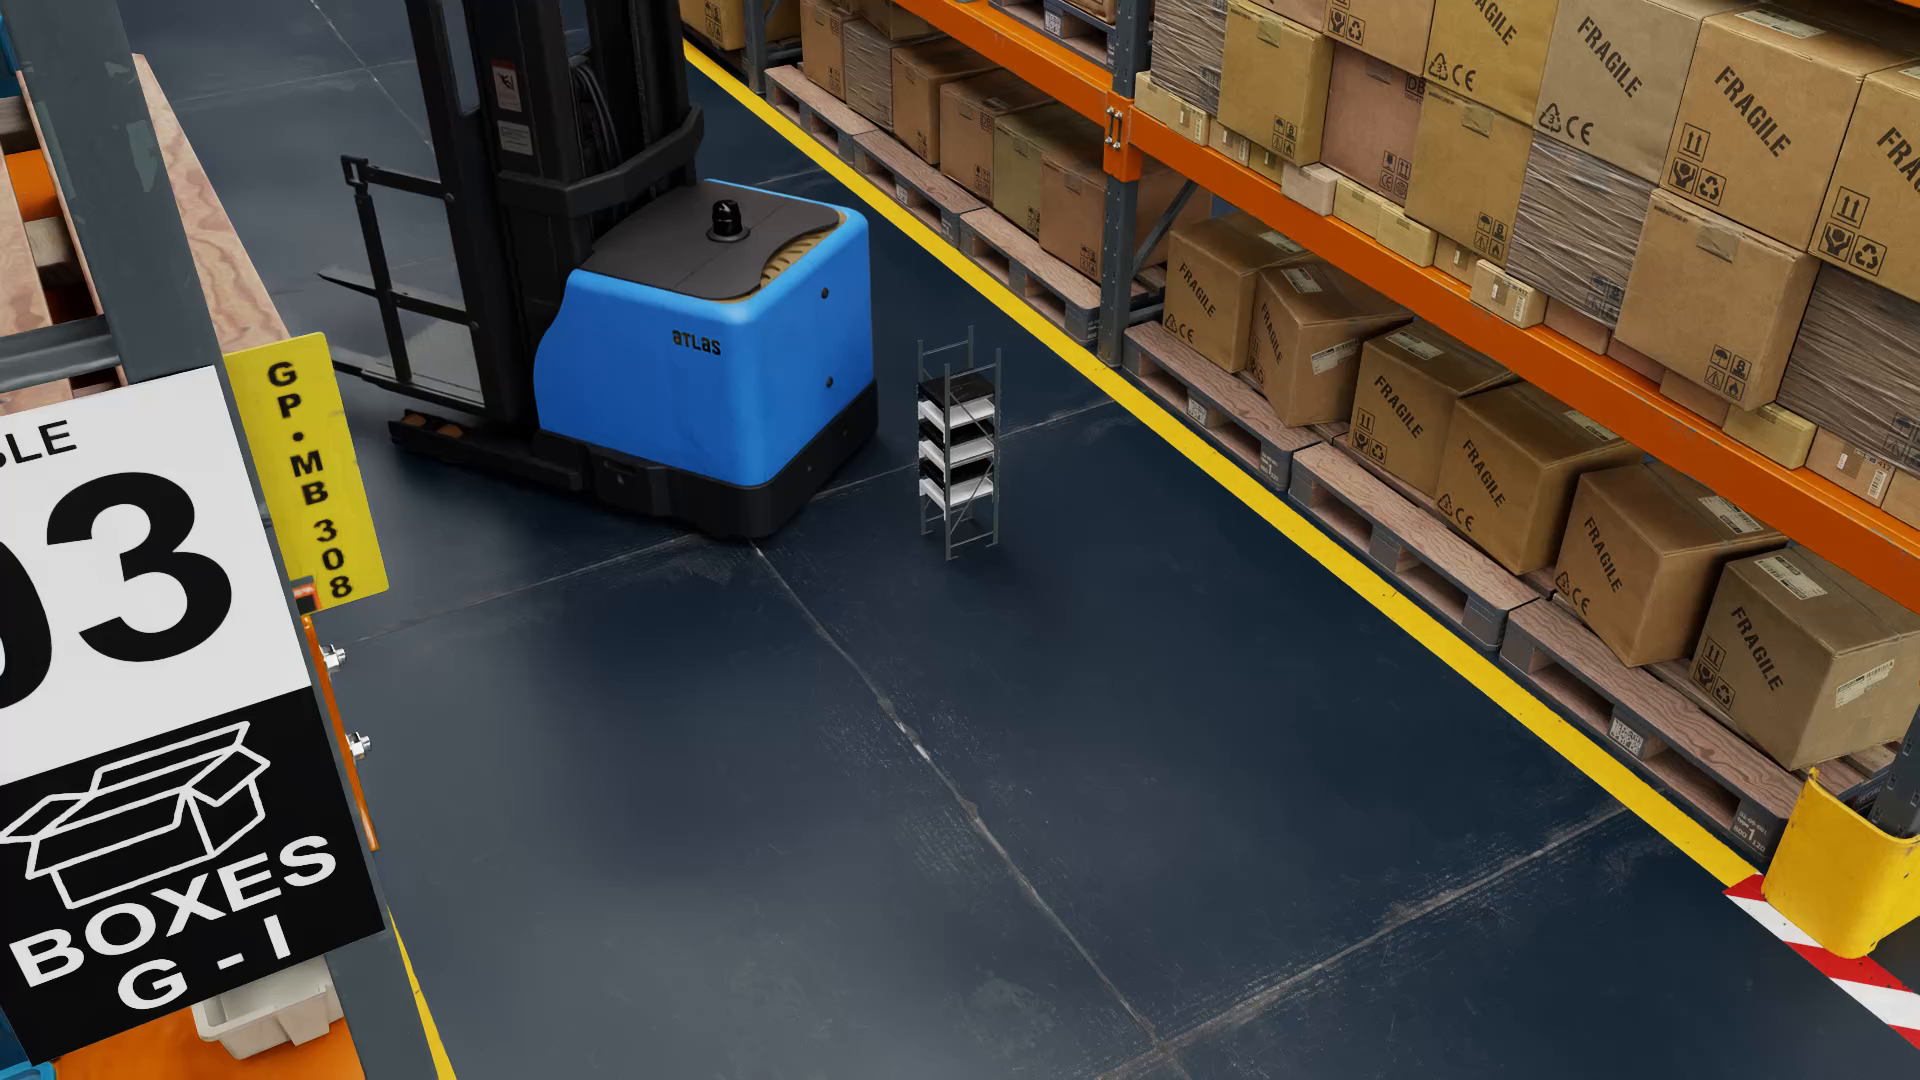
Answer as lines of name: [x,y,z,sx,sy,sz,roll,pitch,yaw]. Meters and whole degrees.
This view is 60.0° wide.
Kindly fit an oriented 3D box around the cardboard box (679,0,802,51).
cardboard box: [-1.224,-3.904,10.997,1.225,0.875,0.875,-21,41,-26]

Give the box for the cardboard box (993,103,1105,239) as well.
cardboard box: [0.601,-1.931,8.597,0.700,0.500,0.500,-19,40,-24]

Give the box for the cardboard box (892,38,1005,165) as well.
cardboard box: [0.039,-2.501,9.377,0.700,0.500,0.500,-16,39,-20]

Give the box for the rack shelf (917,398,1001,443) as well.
rack shelf: [-0.004,-0.486,6.404,0.258,0.077,0.200,-19,40,-24]

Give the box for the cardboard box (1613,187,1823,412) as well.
cardboard box: [2.516,-0.823,4.997,0.875,0.500,0.500,-19,40,-24]

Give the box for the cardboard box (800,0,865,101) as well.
cardboard box: [-0.541,-3.067,10.152,0.700,0.500,0.500,-21,41,-26]

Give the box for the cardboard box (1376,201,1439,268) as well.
cardboard box: [1.727,-1.133,5.971,0.380,0.149,0.250,-19,40,-24]

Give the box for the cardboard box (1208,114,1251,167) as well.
cardboard box: [1.226,-1.644,6.670,0.380,0.149,0.250,-19,40,-24]

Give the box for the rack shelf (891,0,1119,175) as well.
rack shelf: [0.109,-2.924,8.820,1.077,0.370,4.000,-19,40,-24]

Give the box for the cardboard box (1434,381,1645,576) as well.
cardboard box: [2.196,-0.258,6.323,0.500,0.500,0.500,-15,39,-20]

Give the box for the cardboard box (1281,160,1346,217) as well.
cardboard box: [1.450,-1.379,6.308,0.380,0.149,0.250,-19,40,-24]

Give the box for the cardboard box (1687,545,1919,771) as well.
cardboard box: [2.825,0.362,5.475,0.500,0.500,0.500,-12,38,-16]

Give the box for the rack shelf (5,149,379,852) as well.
rack shelf: [-2.163,-0.628,3.133,1.077,0.370,4.000,-19,40,-24]

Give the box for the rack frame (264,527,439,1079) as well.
rack frame: [-1.159,1.313,2.409,1.000,3.000,0.127,-19,40,-24]

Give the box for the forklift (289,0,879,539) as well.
forklift: [-1.914,-1.779,6.701,3.031,2.935,1.130,16,39,21]

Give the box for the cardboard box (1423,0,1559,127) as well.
cardboard box: [1.885,-1.693,5.339,0.500,0.500,0.500,-19,40,-24]

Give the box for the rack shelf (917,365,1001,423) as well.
rack shelf: [-0.004,-0.559,6.351,0.258,0.077,0.200,-19,40,-24]

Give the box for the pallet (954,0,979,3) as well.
pallet: [0.135,-3.159,8.695,1.003,0.211,1.213,-19,40,-24]

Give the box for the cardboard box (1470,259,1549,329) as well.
cardboard box: [1.958,-0.871,5.612,0.380,0.149,0.250,-19,40,-24]

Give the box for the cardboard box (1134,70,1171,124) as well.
cardboard box: [0.962,-1.894,7.013,0.380,0.149,0.250,-19,40,-24]

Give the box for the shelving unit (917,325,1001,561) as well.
shelving unit: [-0.004,-0.368,6.490,0.258,0.900,0.210,-19,40,-24]

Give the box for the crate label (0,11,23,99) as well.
crate label: [-1.813,-0.891,3.009,0.502,0.251,0.408,-19,40,-24]

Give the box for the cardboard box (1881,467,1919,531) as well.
cardboard box: [2.802,-0.137,4.608,0.380,0.149,0.250,-19,40,-24]

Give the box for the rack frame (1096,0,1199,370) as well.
rack frame: [1.114,-2.194,7.211,1.000,3.000,0.127,-19,40,-24]

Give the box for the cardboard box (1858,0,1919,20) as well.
cardboard box: [2.838,-1.337,4.853,0.500,0.500,0.500,-19,40,-24]

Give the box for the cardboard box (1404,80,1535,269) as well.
cardboard box: [2.061,-1.349,5.717,0.875,0.500,0.500,-19,40,-24]

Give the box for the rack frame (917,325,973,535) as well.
rack frame: [-0.055,-0.419,6.561,0.240,0.900,0.006,-19,40,-24]

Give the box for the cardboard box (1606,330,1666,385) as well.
cardboard box: [2.305,-0.649,5.308,0.380,0.149,0.250,-19,40,-24]

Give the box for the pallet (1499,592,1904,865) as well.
pallet: [2.708,0.508,5.876,1.003,0.211,1.213,-19,40,-24]

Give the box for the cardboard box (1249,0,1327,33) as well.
cardboard box: [1.373,-2.199,6.033,0.500,0.500,0.500,-19,40,-24]

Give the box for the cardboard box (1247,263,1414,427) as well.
cardboard box: [1.575,-0.849,7.132,0.500,0.500,0.500,-7,37,-9]

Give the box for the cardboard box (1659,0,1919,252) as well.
cardboard box: [2.378,-1.179,4.637,0.500,0.500,0.500,-19,40,-24]

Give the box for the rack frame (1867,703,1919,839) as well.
rack frame: [3.124,-0.155,4.418,1.000,3.000,0.127,-19,40,-24]

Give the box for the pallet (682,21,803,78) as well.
pallet: [-1.226,-3.533,11.408,1.003,0.211,1.213,-19,40,-24]

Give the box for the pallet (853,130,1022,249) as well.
pallet: [0.105,-2.088,9.430,1.003,0.211,1.213,-19,40,-24]

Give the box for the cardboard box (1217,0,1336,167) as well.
cardboard box: [1.508,-1.842,6.391,0.875,0.500,0.500,-19,40,-24]

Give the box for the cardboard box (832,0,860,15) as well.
cardboard box: [-0.533,-3.373,9.935,0.500,0.250,0.500,-17,40,-22]

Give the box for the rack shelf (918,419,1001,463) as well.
rack shelf: [-0.004,-0.413,6.457,0.258,0.077,0.200,-19,40,-24]

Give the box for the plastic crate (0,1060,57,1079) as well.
plastic crate: [-1.669,1.207,2.681,0.499,0.251,0.616,-19,40,-24]

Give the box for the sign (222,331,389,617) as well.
sign: [-0.681,-0.063,1.742,0.100,0.325,0.005,-19,40,-24]

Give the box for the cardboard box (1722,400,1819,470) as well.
cardboard box: [2.507,-0.377,4.936,0.380,0.149,0.250,-19,40,-24]

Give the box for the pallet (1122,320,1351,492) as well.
pallet: [1.482,-0.736,7.579,1.003,0.211,1.213,-19,40,-24]
